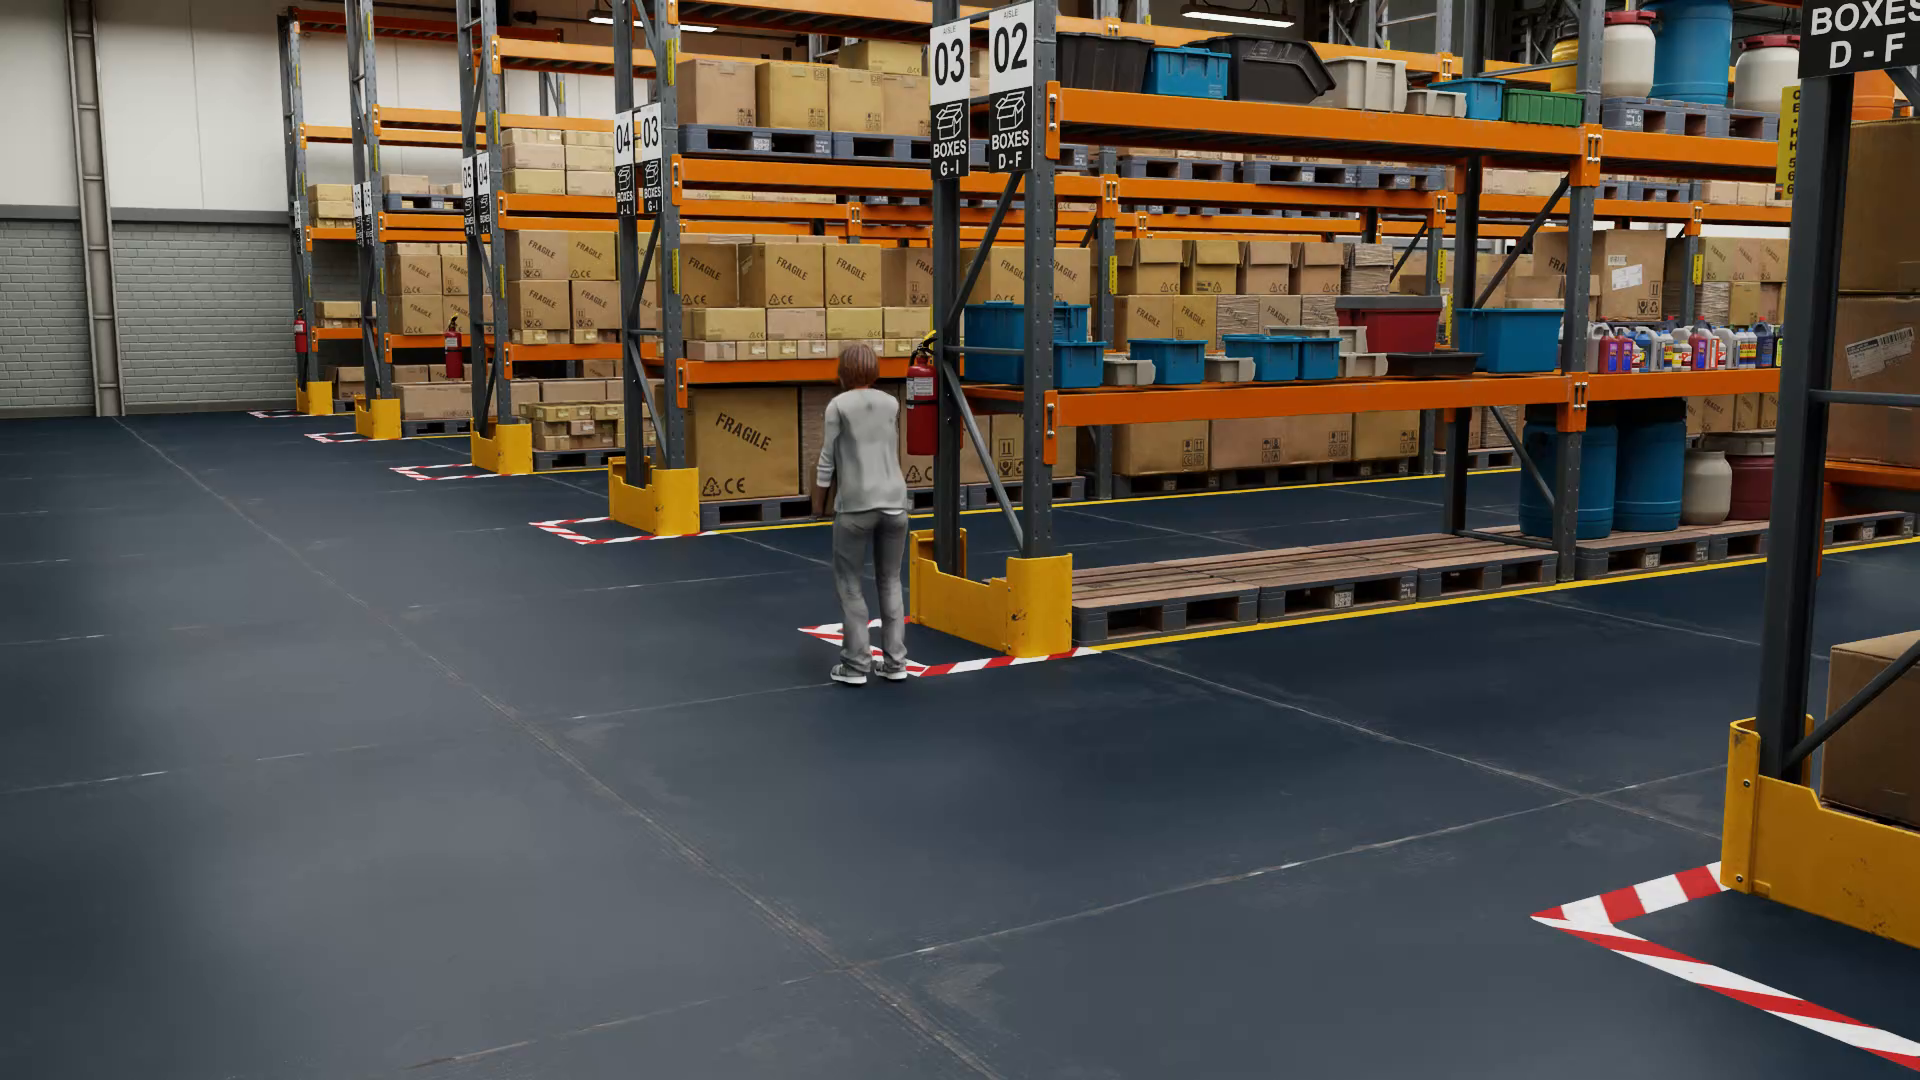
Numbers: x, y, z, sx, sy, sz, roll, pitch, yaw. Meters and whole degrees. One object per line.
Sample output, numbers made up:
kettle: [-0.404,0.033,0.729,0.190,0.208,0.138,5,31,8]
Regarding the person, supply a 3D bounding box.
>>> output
person: [-0.474,-0.133,7.828,0.360,1.588,0.460,-4,9,-28]
